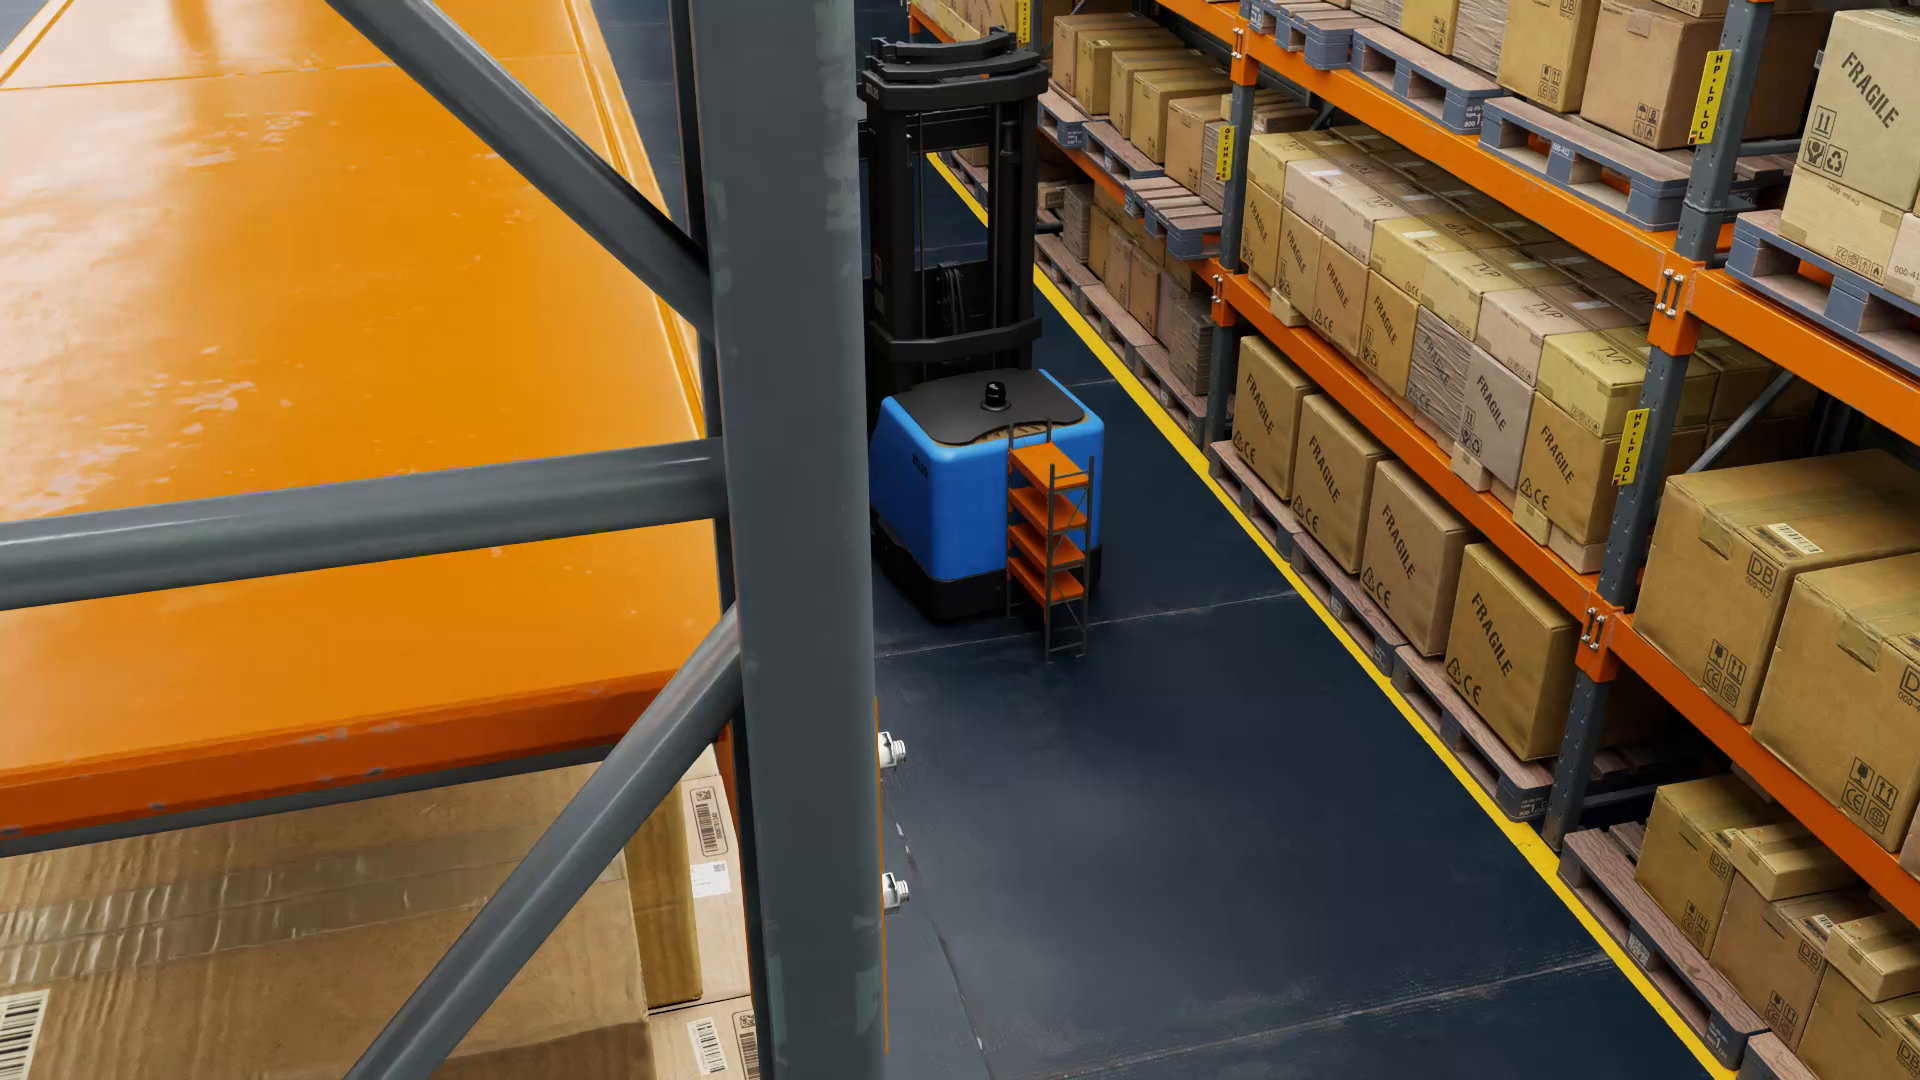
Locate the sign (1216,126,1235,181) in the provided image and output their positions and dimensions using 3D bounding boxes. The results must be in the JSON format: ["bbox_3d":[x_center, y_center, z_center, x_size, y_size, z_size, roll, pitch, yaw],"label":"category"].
[{"bbox_3d":[1.578,-2.296,9.877,0.100,0.325,0.005,-8,31,-13],"label":"sign"}]

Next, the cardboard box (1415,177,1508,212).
[{"bbox_3d":[2.736,-1.728,8.806,0.500,0.250,0.500,-9,31,-15],"label":"cardboard box"}]

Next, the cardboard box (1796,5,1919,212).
[{"bbox_3d":[3.079,-1.375,5.250,0.500,0.500,0.500,-8,31,-14],"label":"cardboard box"}]

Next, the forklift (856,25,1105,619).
[{"bbox_3d":[-0.248,-1.558,9.747,1.130,2.935,3.031,-12,32,-20],"label":"forklift"}]

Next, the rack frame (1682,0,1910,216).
[{"bbox_3d":[3.160,-2.570,5.439,1.000,3.000,0.127,-8,31,-13],"label":"rack frame"}]

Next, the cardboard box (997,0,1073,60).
[{"bbox_3d":[0.613,-4.293,13.785,0.500,0.500,0.500,-8,31,-13],"label":"cardboard box"}]

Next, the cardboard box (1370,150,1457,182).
[{"bbox_3d":[2.603,-1.976,9.235,0.500,0.250,0.500,-9,31,-15],"label":"cardboard box"}]

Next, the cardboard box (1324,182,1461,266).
[{"bbox_3d":[2.250,-1.657,8.684,0.500,0.250,0.500,-8,31,-13],"label":"cardboard box"}]

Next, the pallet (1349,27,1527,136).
[{"bbox_3d":[2.620,-2.279,8.118,1.003,0.211,1.213,-6,31,-11],"label":"pallet"}]

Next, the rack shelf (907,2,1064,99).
[{"bbox_3d":[0.506,-4.492,15.466,1.077,0.370,4.000,-8,31,-13],"label":"rack shelf"}]

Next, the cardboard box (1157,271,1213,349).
[{"bbox_3d":[1.833,-1.619,11.841,0.700,0.500,0.500,-8,31,-13],"label":"cardboard box"}]

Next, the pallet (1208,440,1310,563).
[{"bbox_3d":[2.235,-0.308,10.303,1.003,0.211,1.213,-8,31,-13],"label":"pallet"}]

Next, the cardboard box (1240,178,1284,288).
[{"bbox_3d":[1.981,-1.818,9.711,0.500,0.500,0.500,-7,31,-12],"label":"cardboard box"}]

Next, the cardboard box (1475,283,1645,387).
[{"bbox_3d":[2.663,-0.919,7.409,0.500,0.250,0.500,-7,31,-12],"label":"cardboard box"}]

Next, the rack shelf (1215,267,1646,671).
[{"bbox_3d":[2.629,-0.629,8.791,1.077,0.370,4.000,-8,31,-13],"label":"rack shelf"}]

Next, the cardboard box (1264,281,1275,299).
[{"bbox_3d":[2.021,-1.493,9.797,0.380,0.149,0.250,-7,31,-13],"label":"cardboard box"}]

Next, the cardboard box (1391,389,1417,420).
[{"bbox_3d":[2.443,-0.749,8.511,0.380,0.149,0.250,-7,31,-12],"label":"cardboard box"}]

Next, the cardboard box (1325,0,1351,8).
[{"bbox_3d":[2.280,-3.216,9.009,0.700,0.500,0.500,-10,32,-17],"label":"cardboard box"}]

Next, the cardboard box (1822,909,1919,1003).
[{"bbox_3d":[3.314,1.462,5.889,0.380,0.149,0.250,-9,31,-15],"label":"cardboard box"}]

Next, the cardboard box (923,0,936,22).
[{"bbox_3d":[-0.050,-5.187,16.077,0.500,0.250,0.500,-9,31,-15],"label":"cardboard box"}]

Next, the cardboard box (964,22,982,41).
[{"bbox_3d":[0.346,-4.453,14.809,0.500,0.250,0.500,-8,31,-14],"label":"cardboard box"}]

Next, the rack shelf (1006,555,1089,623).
[{"bbox_3d":[0.463,0.239,8.901,0.258,0.148,0.480,-12,32,-20],"label":"rack shelf"}]

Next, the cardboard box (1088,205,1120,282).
[{"bbox_3d":[1.434,-2.350,13.103,0.700,0.500,0.500,-8,31,-14],"label":"cardboard box"}]

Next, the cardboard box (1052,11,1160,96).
[{"bbox_3d":[1.139,-3.821,13.049,0.700,0.500,0.500,-8,31,-13],"label":"cardboard box"}]

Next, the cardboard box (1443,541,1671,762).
[{"bbox_3d":[2.862,0.478,7.888,0.750,0.750,0.750,-7,31,-13],"label":"cardboard box"}]

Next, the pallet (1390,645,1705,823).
[{"bbox_3d":[2.883,0.870,8.267,1.003,0.211,1.213,-8,31,-13],"label":"pallet"}]

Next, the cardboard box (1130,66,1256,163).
[{"bbox_3d":[1.612,-2.964,11.569,0.700,0.500,0.500,-8,31,-13],"label":"cardboard box"}]

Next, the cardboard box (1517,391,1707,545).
[{"bbox_3d":[2.795,-0.344,7.164,0.500,0.500,0.500,-8,31,-14],"label":"cardboard box"}]

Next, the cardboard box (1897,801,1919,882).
[{"bbox_3d":[3.680,0.864,5.195,0.980,0.700,0.700,-9,31,-16],"label":"cardboard box"}]

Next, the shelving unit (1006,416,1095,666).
[{"bbox_3d":[0.463,0.009,8.768,0.258,1.200,0.503,-12,32,-20],"label":"shelving unit"}]

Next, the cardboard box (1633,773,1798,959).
[{"bbox_3d":[3.260,1.301,6.815,0.700,0.500,0.500,-7,31,-13],"label":"cardboard box"}]

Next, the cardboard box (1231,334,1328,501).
[{"bbox_3d":[2.167,-0.785,10.069,0.750,0.750,0.750,-8,31,-14],"label":"cardboard box"}]

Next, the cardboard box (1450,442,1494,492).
[{"bbox_3d":[2.556,-0.369,7.855,0.380,0.149,0.250,-8,31,-13],"label":"cardboard box"}]

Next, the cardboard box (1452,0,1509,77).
[{"bbox_3d":[2.751,-2.456,7.697,0.700,0.500,0.500,-8,31,-13],"label":"cardboard box"}]

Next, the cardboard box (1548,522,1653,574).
[{"bbox_3d":[2.798,0.001,7.217,0.380,0.149,0.250,-8,31,-13],"label":"cardboard box"}]

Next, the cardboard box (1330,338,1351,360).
[{"bbox_3d":[2.273,-1.124,9.160,0.380,0.149,0.250,-7,31,-12],"label":"cardboard box"}]

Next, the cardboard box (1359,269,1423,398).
[{"bbox_3d":[2.387,-1.073,8.425,0.500,0.500,0.500,-7,31,-12],"label":"cardboard box"}]

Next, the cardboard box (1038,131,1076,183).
[{"bbox_3d":[0.723,-3.442,14.990,0.500,0.500,0.500,-10,32,-17],"label":"cardboard box"}]

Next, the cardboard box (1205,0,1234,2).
[{"bbox_3d":[1.647,-3.486,10.084,0.500,0.311,0.500,-8,31,-13],"label":"cardboard box"}]

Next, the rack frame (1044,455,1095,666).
[{"bbox_3d":[0.559,0.121,8.574,0.240,1.200,0.015,-12,32,-20],"label":"rack frame"}]

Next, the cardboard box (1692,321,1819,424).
[{"bbox_3d":[3.289,-0.736,7.093,0.500,0.250,0.500,-7,31,-12],"label":"cardboard box"}]

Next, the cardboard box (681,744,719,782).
[{"bbox_3d":[-0.703,0.403,2.947,0.500,0.250,0.500,-8,31,-13],"label":"cardboard box"}]

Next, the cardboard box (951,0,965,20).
[{"bbox_3d":[0.213,-5.029,15.057,0.500,0.500,0.500,-7,31,-12],"label":"cardboard box"}]

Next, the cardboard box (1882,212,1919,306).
[{"bbox_3d":[3.211,-0.815,5.032,0.500,0.250,0.500,-9,31,-14],"label":"cardboard box"}]

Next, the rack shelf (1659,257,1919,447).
[{"bbox_3d":[3.691,0.005,4.702,1.077,0.370,4.000,-8,31,-13],"label":"rack shelf"}]

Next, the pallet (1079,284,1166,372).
[{"bbox_3d":[1.572,-1.665,12.646,1.003,0.211,1.213,-8,31,-13],"label":"pallet"}]

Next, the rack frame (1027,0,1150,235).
[{"bbox_3d":[1.037,-3.838,13.617,1.000,3.000,0.127,-8,31,-13],"label":"rack frame"}]

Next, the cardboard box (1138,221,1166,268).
[{"bbox_3d":[1.625,-2.211,12.114,0.500,0.250,0.500,-8,31,-14],"label":"cardboard box"}]

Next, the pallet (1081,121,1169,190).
[{"bbox_3d":[1.534,-2.773,11.970,1.003,0.211,1.213,-8,31,-13],"label":"pallet"}]

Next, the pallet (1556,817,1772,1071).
[{"bbox_3d":[3.287,1.611,6.988,1.003,0.211,1.213,-8,31,-13],"label":"pallet"}]

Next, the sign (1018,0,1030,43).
[{"bbox_3d":[0.516,-4.137,13.269,0.100,0.325,0.005,-8,31,-13],"label":"sign"}]
